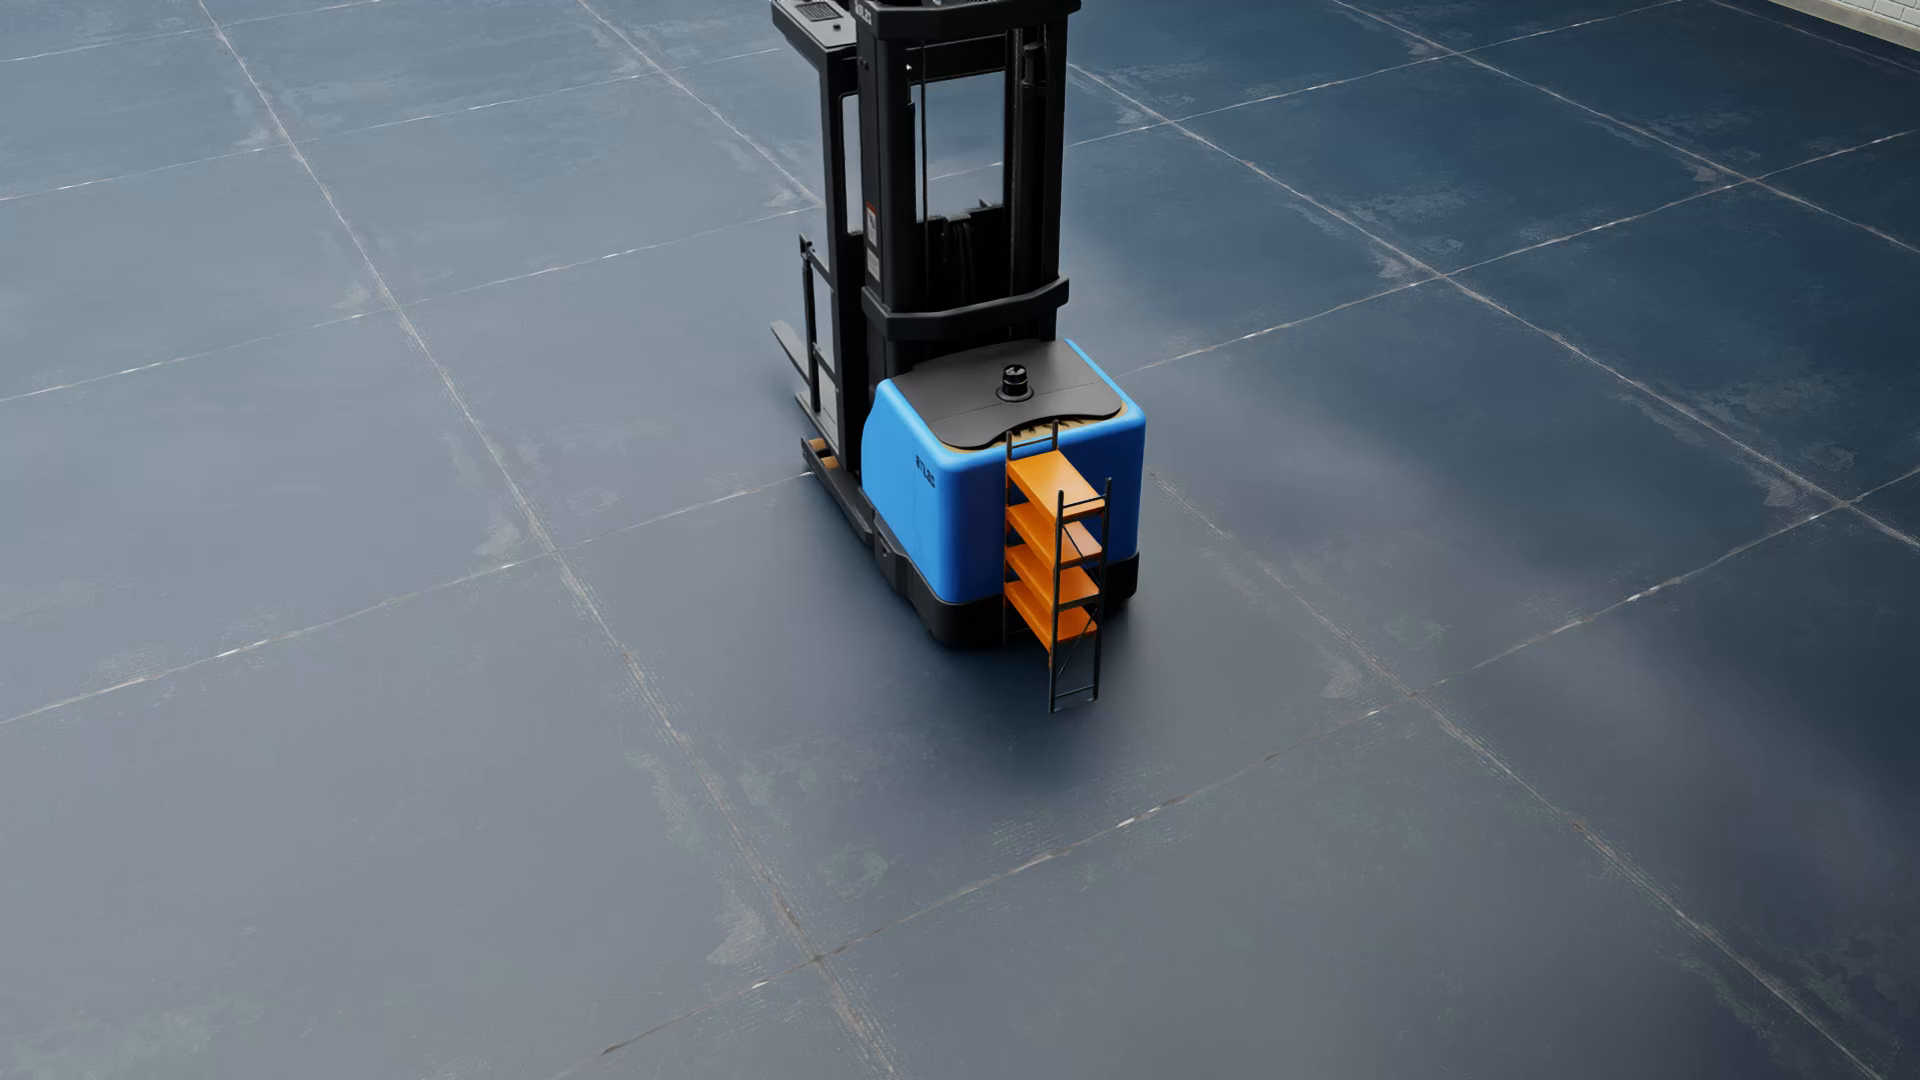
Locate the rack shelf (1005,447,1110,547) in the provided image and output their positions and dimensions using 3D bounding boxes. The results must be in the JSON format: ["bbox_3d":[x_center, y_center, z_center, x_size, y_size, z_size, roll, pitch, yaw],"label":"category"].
[{"bbox_3d":[0.409,-0.188,7.052,0.258,0.148,0.480,-15,39,-19],"label":"rack shelf"}]

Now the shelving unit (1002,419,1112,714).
[{"bbox_3d":[0.409,0.129,7.283,0.258,1.200,0.503,-15,39,-19],"label":"shelving unit"}]

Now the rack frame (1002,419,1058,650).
[{"bbox_3d":[0.310,-0.003,7.464,0.240,1.200,0.015,-15,39,-19],"label":"rack frame"}]

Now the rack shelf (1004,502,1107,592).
[{"bbox_3d":[0.409,0.003,7.191,0.258,0.148,0.480,-15,39,-19],"label":"rack shelf"}]

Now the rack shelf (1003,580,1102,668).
[{"bbox_3d":[0.409,0.344,7.440,0.258,0.148,0.480,-15,39,-19],"label":"rack shelf"}]

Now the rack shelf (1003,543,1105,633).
[{"bbox_3d":[0.409,0.183,7.323,0.258,0.148,0.480,-15,39,-19],"label":"rack shelf"}]

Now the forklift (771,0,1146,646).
[{"bbox_3d":[-0.204,-1.558,8.126,1.130,2.935,3.031,-15,39,-19],"label":"forklift"}]

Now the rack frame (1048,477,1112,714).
[{"bbox_3d":[0.508,0.261,7.103,0.240,1.200,0.015,-15,39,-19],"label":"rack frame"}]
